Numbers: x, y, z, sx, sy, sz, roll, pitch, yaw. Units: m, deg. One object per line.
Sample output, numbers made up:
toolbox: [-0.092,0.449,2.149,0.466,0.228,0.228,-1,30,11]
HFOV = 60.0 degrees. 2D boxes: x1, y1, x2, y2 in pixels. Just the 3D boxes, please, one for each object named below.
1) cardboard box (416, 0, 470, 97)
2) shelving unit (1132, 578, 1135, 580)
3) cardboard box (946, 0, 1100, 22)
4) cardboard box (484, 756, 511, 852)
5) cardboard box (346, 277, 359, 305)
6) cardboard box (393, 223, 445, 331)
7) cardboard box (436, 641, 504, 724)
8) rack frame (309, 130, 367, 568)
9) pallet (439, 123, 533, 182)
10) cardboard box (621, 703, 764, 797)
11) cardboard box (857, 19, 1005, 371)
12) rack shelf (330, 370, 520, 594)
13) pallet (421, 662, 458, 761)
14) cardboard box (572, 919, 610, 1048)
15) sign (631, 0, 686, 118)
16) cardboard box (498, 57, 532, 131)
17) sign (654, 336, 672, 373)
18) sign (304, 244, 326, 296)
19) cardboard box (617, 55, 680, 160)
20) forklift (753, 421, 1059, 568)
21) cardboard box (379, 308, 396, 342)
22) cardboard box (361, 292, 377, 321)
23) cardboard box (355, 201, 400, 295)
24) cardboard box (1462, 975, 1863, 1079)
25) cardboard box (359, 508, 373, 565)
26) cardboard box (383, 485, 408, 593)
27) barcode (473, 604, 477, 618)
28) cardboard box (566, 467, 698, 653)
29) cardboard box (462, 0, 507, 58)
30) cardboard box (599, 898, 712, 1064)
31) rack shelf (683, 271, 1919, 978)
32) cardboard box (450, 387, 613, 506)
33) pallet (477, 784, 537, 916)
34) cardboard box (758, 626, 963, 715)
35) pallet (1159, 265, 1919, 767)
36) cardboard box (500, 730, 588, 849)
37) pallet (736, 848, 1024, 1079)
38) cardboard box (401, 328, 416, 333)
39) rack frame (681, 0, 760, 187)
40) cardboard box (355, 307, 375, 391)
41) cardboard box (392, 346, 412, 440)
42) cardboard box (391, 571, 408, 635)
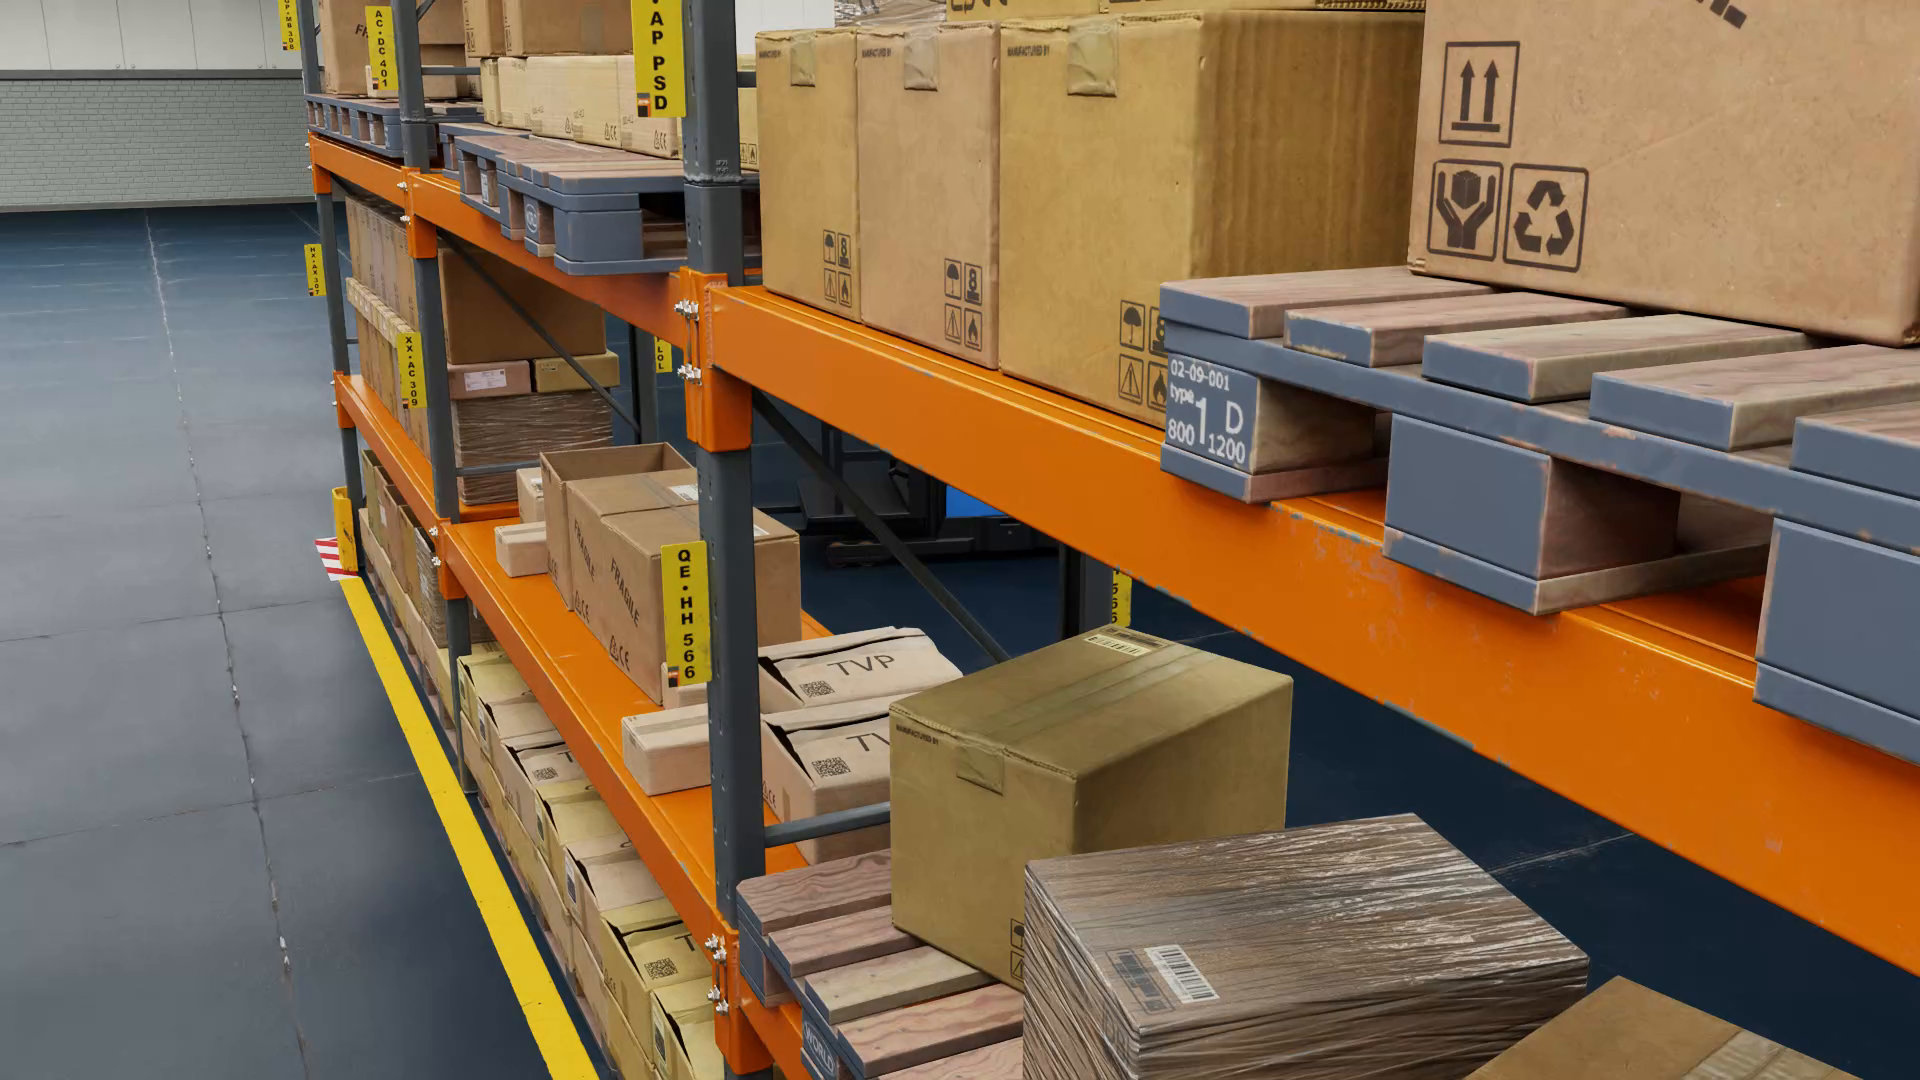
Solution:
cardboard box: [-2.461,-2.523,8.465,0.797,0.503,0.637,-6,17,-19]
shelving unit: [1.159,-0.831,10.837,0.431,2.100,0.503,-8,18,-26]
cardboard box: [0.308,-1.082,2.653,0.500,0.500,0.500,-8,18,-25]
cardboard box: [-1.676,1.038,6.921,0.500,0.250,0.500,-7,18,-24]
cardboard box: [-3.627,-1.568,10.418,0.380,0.149,0.250,-8,18,-25]
cardboard box: [-2.494,-1.369,8.552,0.700,0.500,0.500,-8,18,-25]
cardboard box: [-2.253,0.692,8.125,0.500,0.250,0.500,-8,18,-25]
rack frame: [-3.605,-1.331,10.951,1.000,3.000,0.127,-8,18,-25]
pallet: [-1.455,-1.472,6.350,0.805,0.209,1.217,-8,18,-27]
cardboard box: [-0.743,0.584,4.734,0.380,0.149,0.250,-8,18,-25]
cardboard box: [0.344,-0.607,2.807,0.910,0.500,0.500,-8,18,-25]
rack shelf: [-2.729,-0.489,9.322,1.077,0.370,4.000,-8,18,-25]
pallet: [-2.164,0.799,8.584,1.003,0.211,1.213,-8,18,-25]
cardboard box: [-0.997,1.419,5.591,0.500,0.250,0.500,-7,18,-24]
sign: [-0.603,-1.011,3.316,0.100,0.325,0.005,-8,18,-25]
cardboard box: [-1.348,-1.621,6.034,0.500,0.250,0.500,-10,19,-30]
sign: [-1.369,-0.926,7.583,0.100,0.325,0.005,-8,18,-25]
sign: [-4.107,-1.720,10.592,0.100,0.325,0.005,-8,18,-25]
cardboard box: [-0.596,-1.152,4.401,0.500,0.250,0.500,-7,17,-23]
forklift: [-0.622,-1.381,11.248,3.031,2.935,1.130,-3,16,-9]
cardboard box: [-2.954,-1.186,9.089,0.380,0.149,0.250,-7,18,-24]
cardboard box: [-3.292,-1.378,9.756,0.380,0.149,0.250,-8,18,-26]
cardboard box: [-3.154,-1.742,9.851,0.700,0.500,0.500,-8,18,-26]
cardboard box: [0.822,0.964,2.011,0.700,0.500,0.500,-13,21,-39]
cardboard box: [-3.570,-0.051,10.715,0.500,0.250,0.500,-8,18,-25]
cardboard box: [-2.916,-0.040,9.314,0.500,0.500,0.500,-8,18,-25]
barcode: [-2.115,0.303,7.250,0.001,0.075,0.075,-8,18,-25]
cardboard box: [-1.081,0.060,5.922,0.500,0.500,0.500,-8,18,-25]
cardboard box: [-1.618,-2.113,6.391,0.500,0.500,0.500,-7,18,-24]
cardboard box: [-0.785,1.275,5.077,0.500,0.311,0.500,-8,18,-26]
rack shelf: [0.776,0.053,1.996,1.077,0.370,4.000,-8,18,-25]
cardboard box: [-2.053,-0.496,7.861,0.700,0.500,0.500,-8,18,-26]
pallet: [-1.495,1.179,7.259,1.003,0.211,1.213,-8,18,-25]
cardboard box: [-0.318,0.450,4.905,0.500,0.311,0.500,-8,18,-26]
pallet: [0.972,-0.134,1.682,1.213,0.211,1.003,-8,18,-25]
cardboard box: [-1.453,0.897,6.395,0.500,0.311,0.500,-8,18,-27]
pallet: [0.260,0.904,3.509,1.213,0.211,1.003,-8,18,-25]
cardboard box: [-2.609,-0.993,8.416,0.380,0.149,0.250,-8,18,-25]
rack frame: [-0.101,-2.231,3.211,1.000,3.000,0.127,-8,18,-25]
cardboard box: [-3.412,-1.262,10.528,0.700,0.500,0.500,-8,18,-25]
cardboard box: [-2.732,-0.878,9.192,0.700,0.500,0.500,-7,17,-23]
cardboard box: [-2.915,0.321,9.418,0.500,0.250,0.500,-8,18,-25]
